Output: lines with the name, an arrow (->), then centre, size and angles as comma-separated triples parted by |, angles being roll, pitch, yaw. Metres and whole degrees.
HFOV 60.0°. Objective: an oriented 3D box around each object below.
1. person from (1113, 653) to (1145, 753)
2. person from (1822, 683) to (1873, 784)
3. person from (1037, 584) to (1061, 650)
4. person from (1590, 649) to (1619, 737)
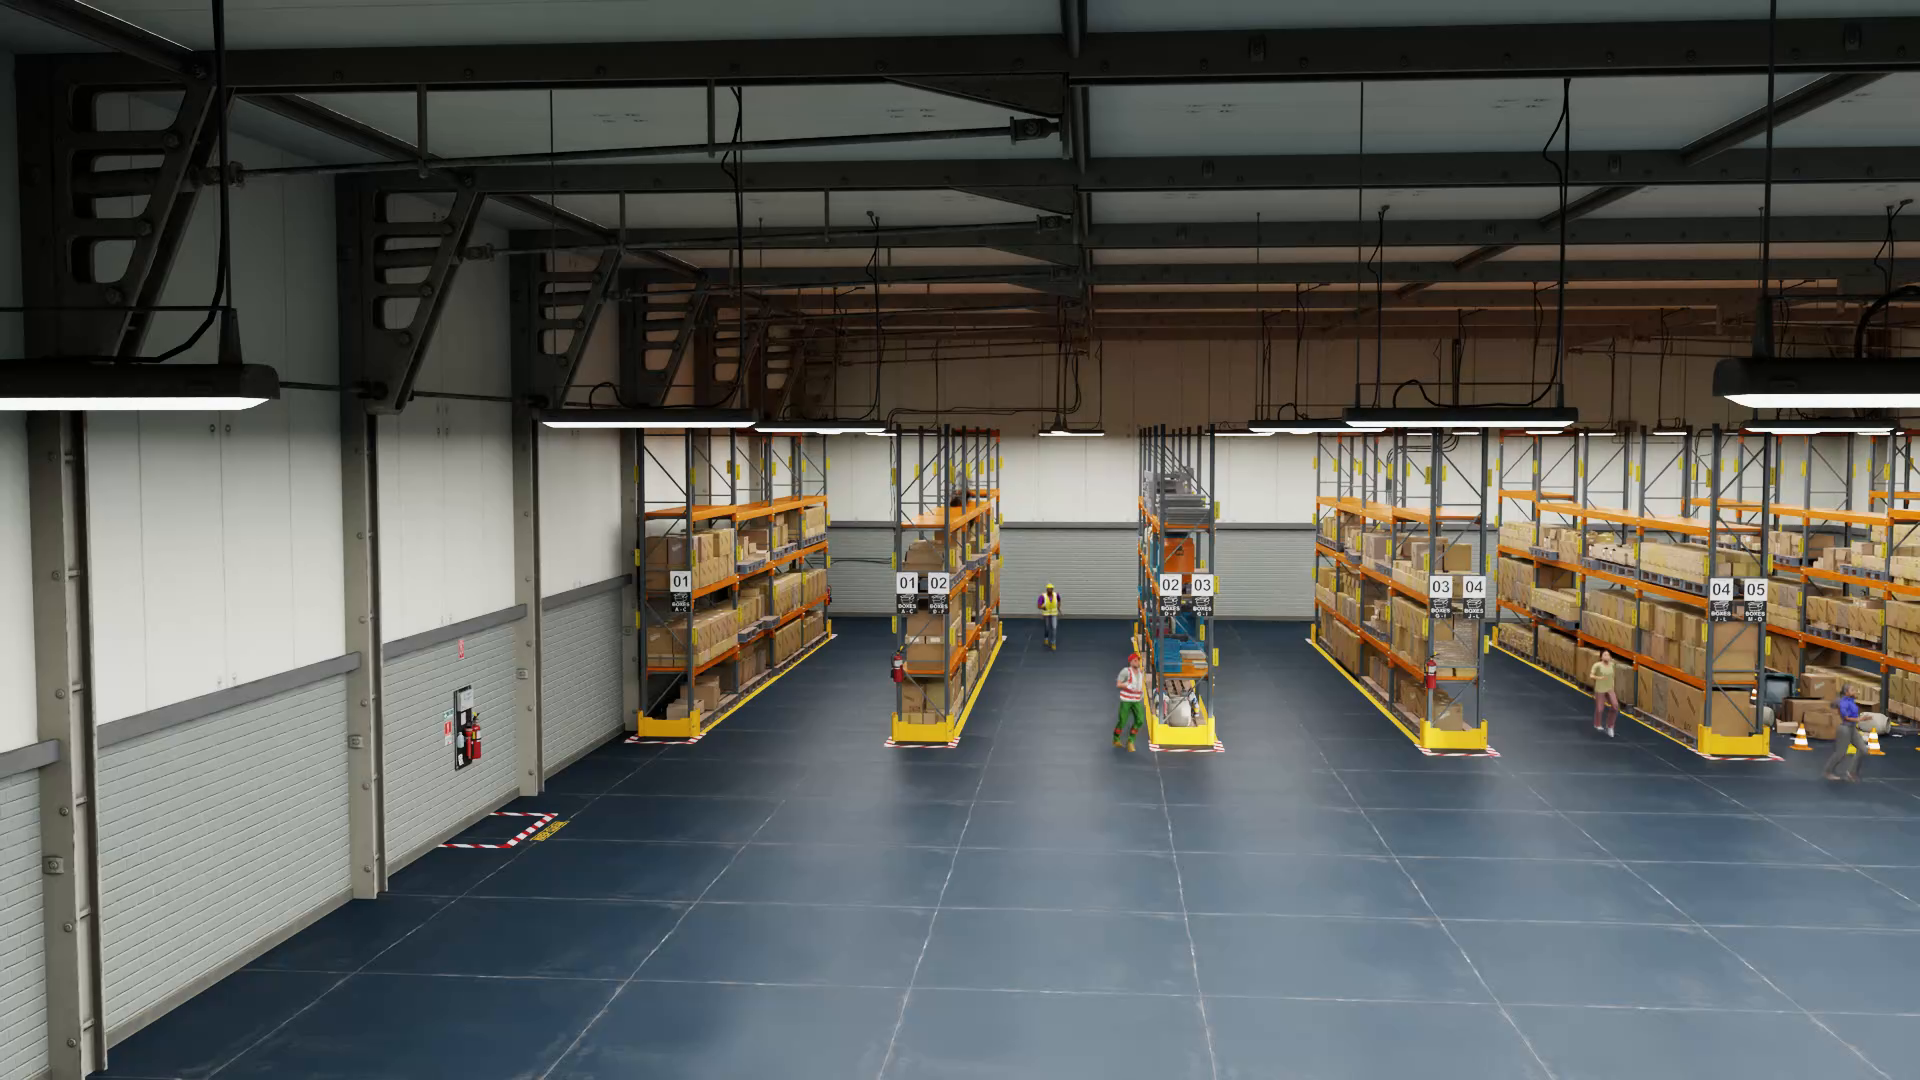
person -> 3.159, 2.987, 30.523 | 0.652, 1.827, 0.736 | -1, 4, -23
person -> 14.740, 3.227, 27.590 | 0.557, 1.710, 0.729 | -3, 5, -43
person -> 2.438, 2.079, 45.469 | 0.677, 1.795, 0.935 | 0, 3, -6
person -> 12.439, 2.941, 32.175 | 0.562, 1.677, 0.748 | 0, 3, 1
